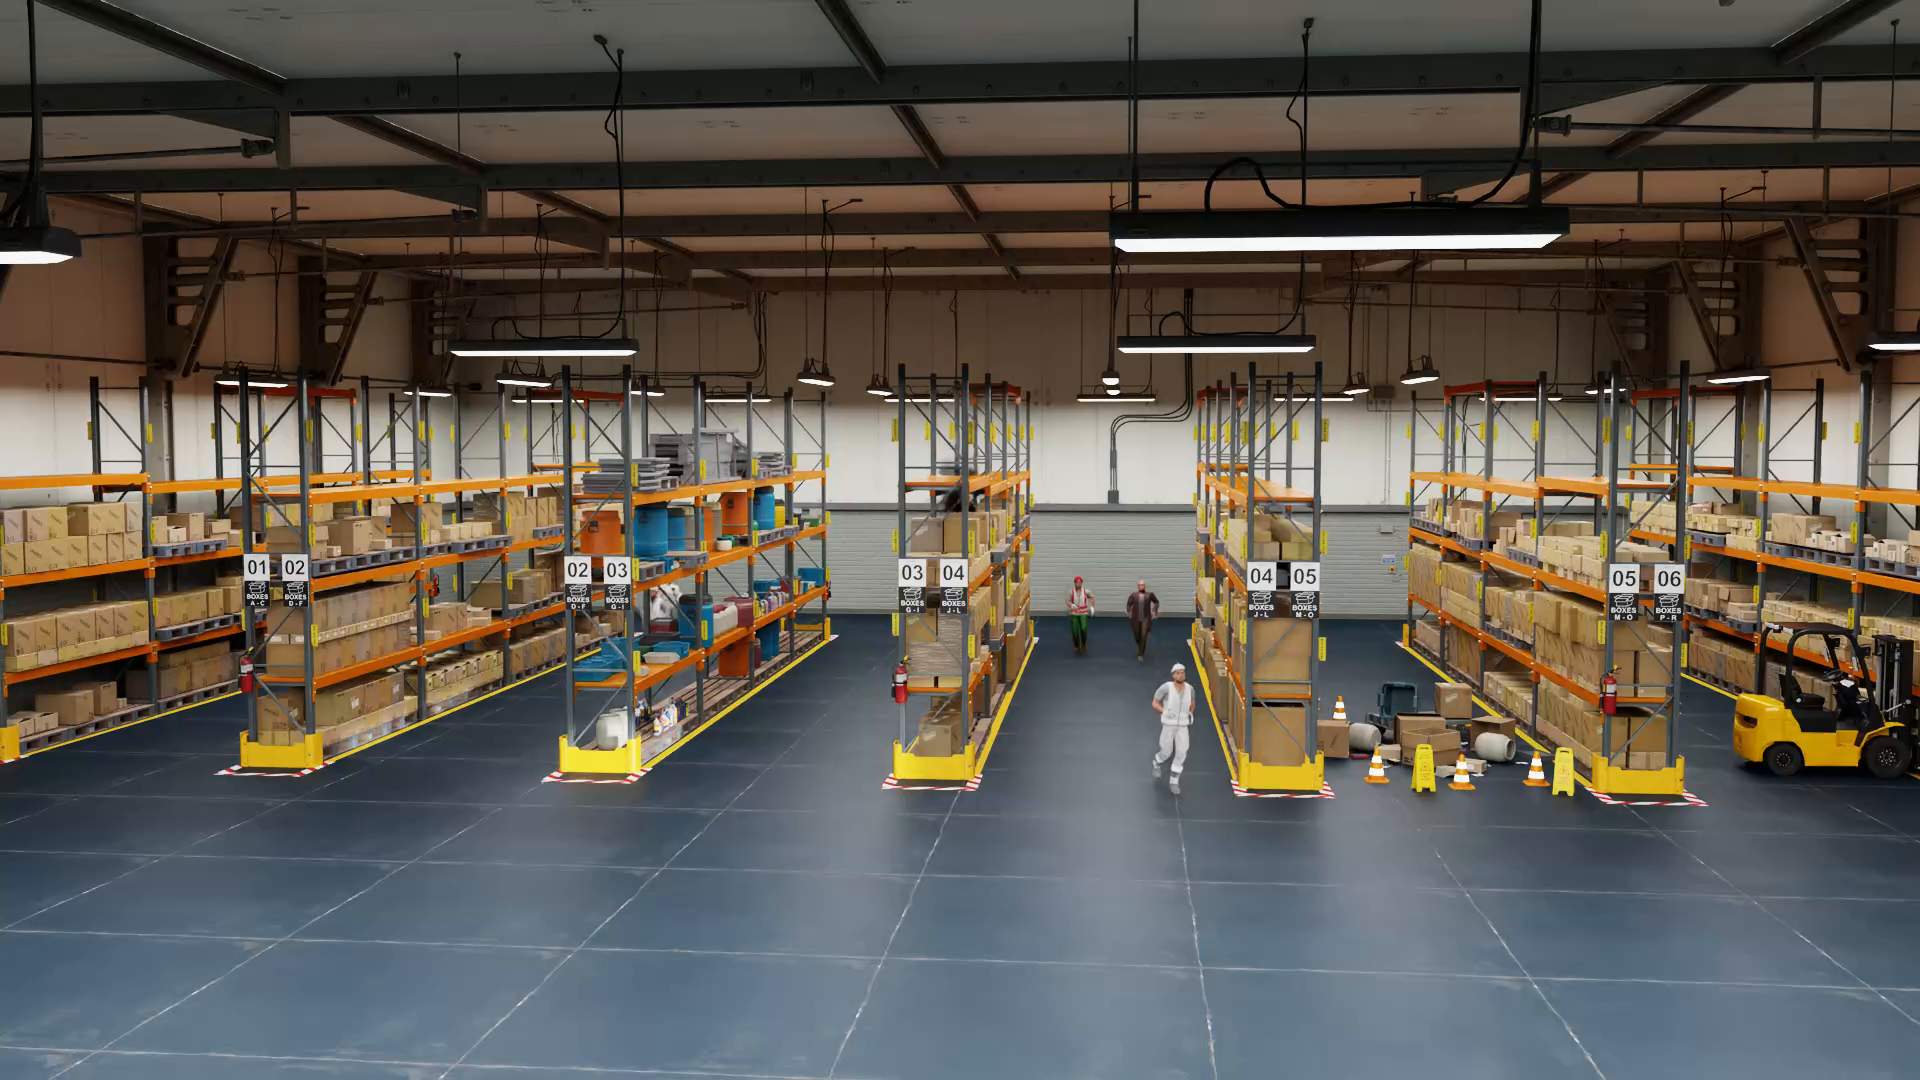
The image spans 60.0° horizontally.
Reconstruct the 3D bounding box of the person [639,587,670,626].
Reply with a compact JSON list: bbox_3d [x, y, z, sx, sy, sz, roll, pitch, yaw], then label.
[{"bbox_3d":[-6.597,1.841,35.898,0.684,1.757,0.800,0,4,4],"label":"person"}]

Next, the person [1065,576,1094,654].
[{"bbox_3d":[2.701,1.699,37.580,0.649,1.761,0.693,0,4,6],"label":"person"}]

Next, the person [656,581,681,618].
[{"bbox_3d":[-6.904,1.615,39.504,0.624,1.680,0.805,0,4,-8],"label":"person"}]

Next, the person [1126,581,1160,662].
[{"bbox_3d":[4.040,1.780,36.838,0.724,1.765,0.956,1,4,13],"label":"person"}]

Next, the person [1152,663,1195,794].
[{"bbox_3d":[3.028,2.621,23.453,0.672,1.785,0.833,-1,4,-12],"label":"person"}]
